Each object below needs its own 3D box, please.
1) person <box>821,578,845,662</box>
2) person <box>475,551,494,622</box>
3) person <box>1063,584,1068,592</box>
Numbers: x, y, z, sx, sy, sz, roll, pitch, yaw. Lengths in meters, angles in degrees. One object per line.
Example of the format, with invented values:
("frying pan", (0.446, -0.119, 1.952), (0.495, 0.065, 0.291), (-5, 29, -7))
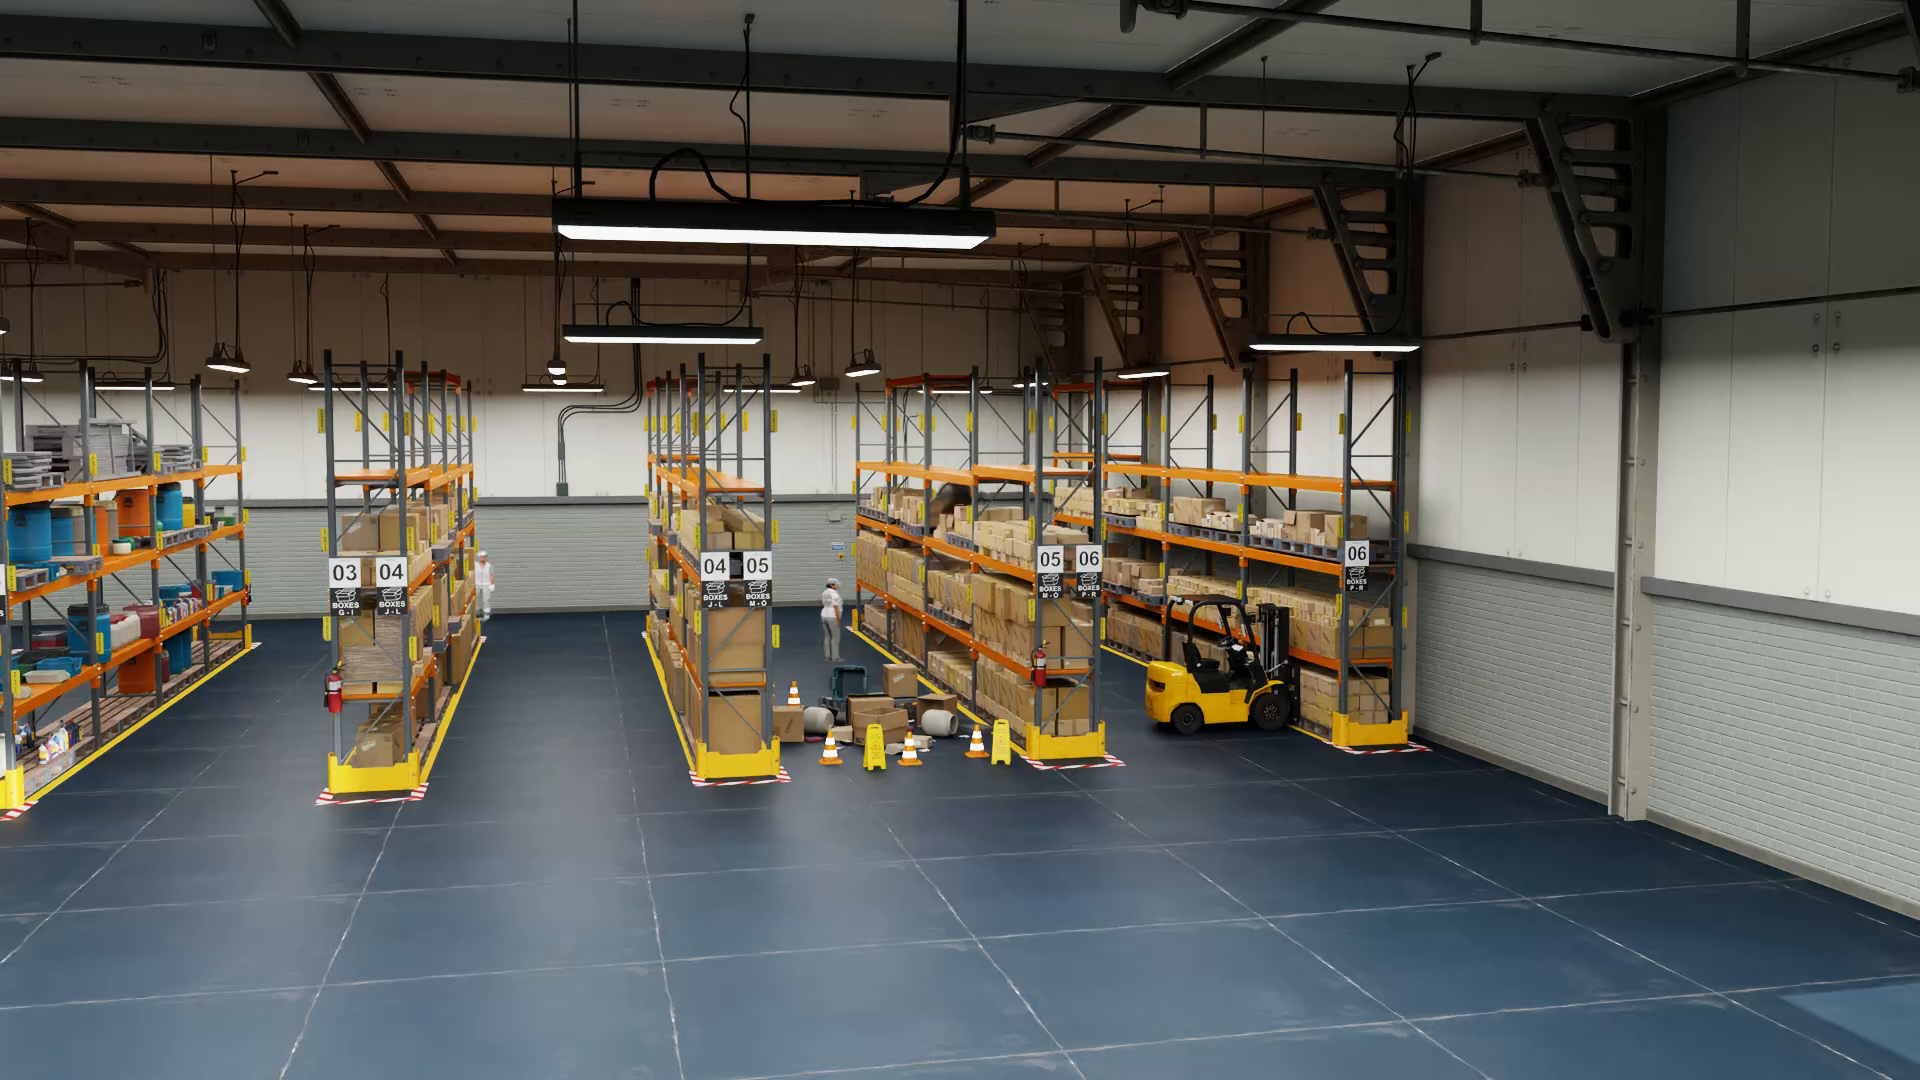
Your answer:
("person", (-2.524, 1.577, 32.911), (0.402, 1.659, 0.531), (-3, 5, -39))
("person", (-12.133, 1.182, 42.176), (0.582, 1.789, 0.398), (0, 4, -4))
("person", (2.061, 1.586, 36.446), (0.689, 1.768, 0.615), (-1, 4, -16))
